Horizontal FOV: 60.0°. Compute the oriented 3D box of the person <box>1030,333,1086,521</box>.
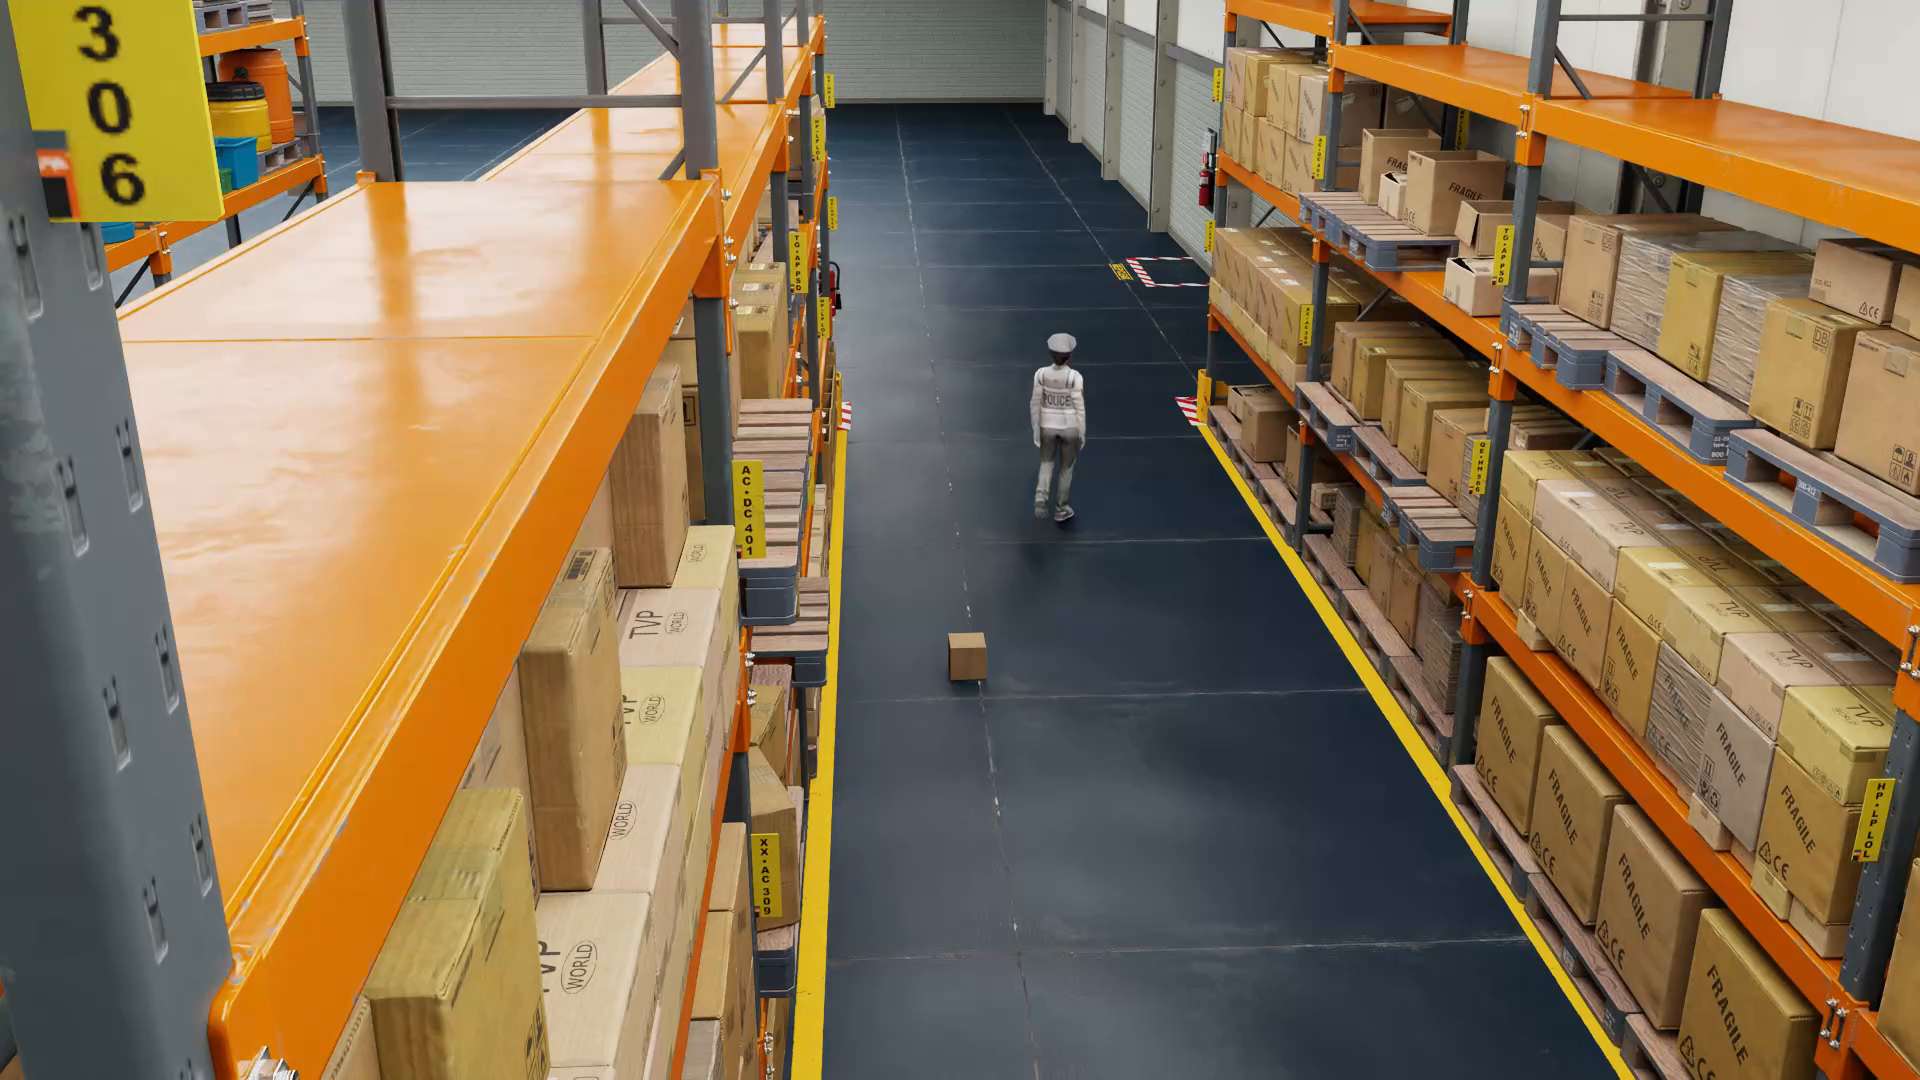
[{"bbox_3d":[0.841,-0.953,14.339,0.485,1.679,0.511,7,22,19],"label":"person"}]
